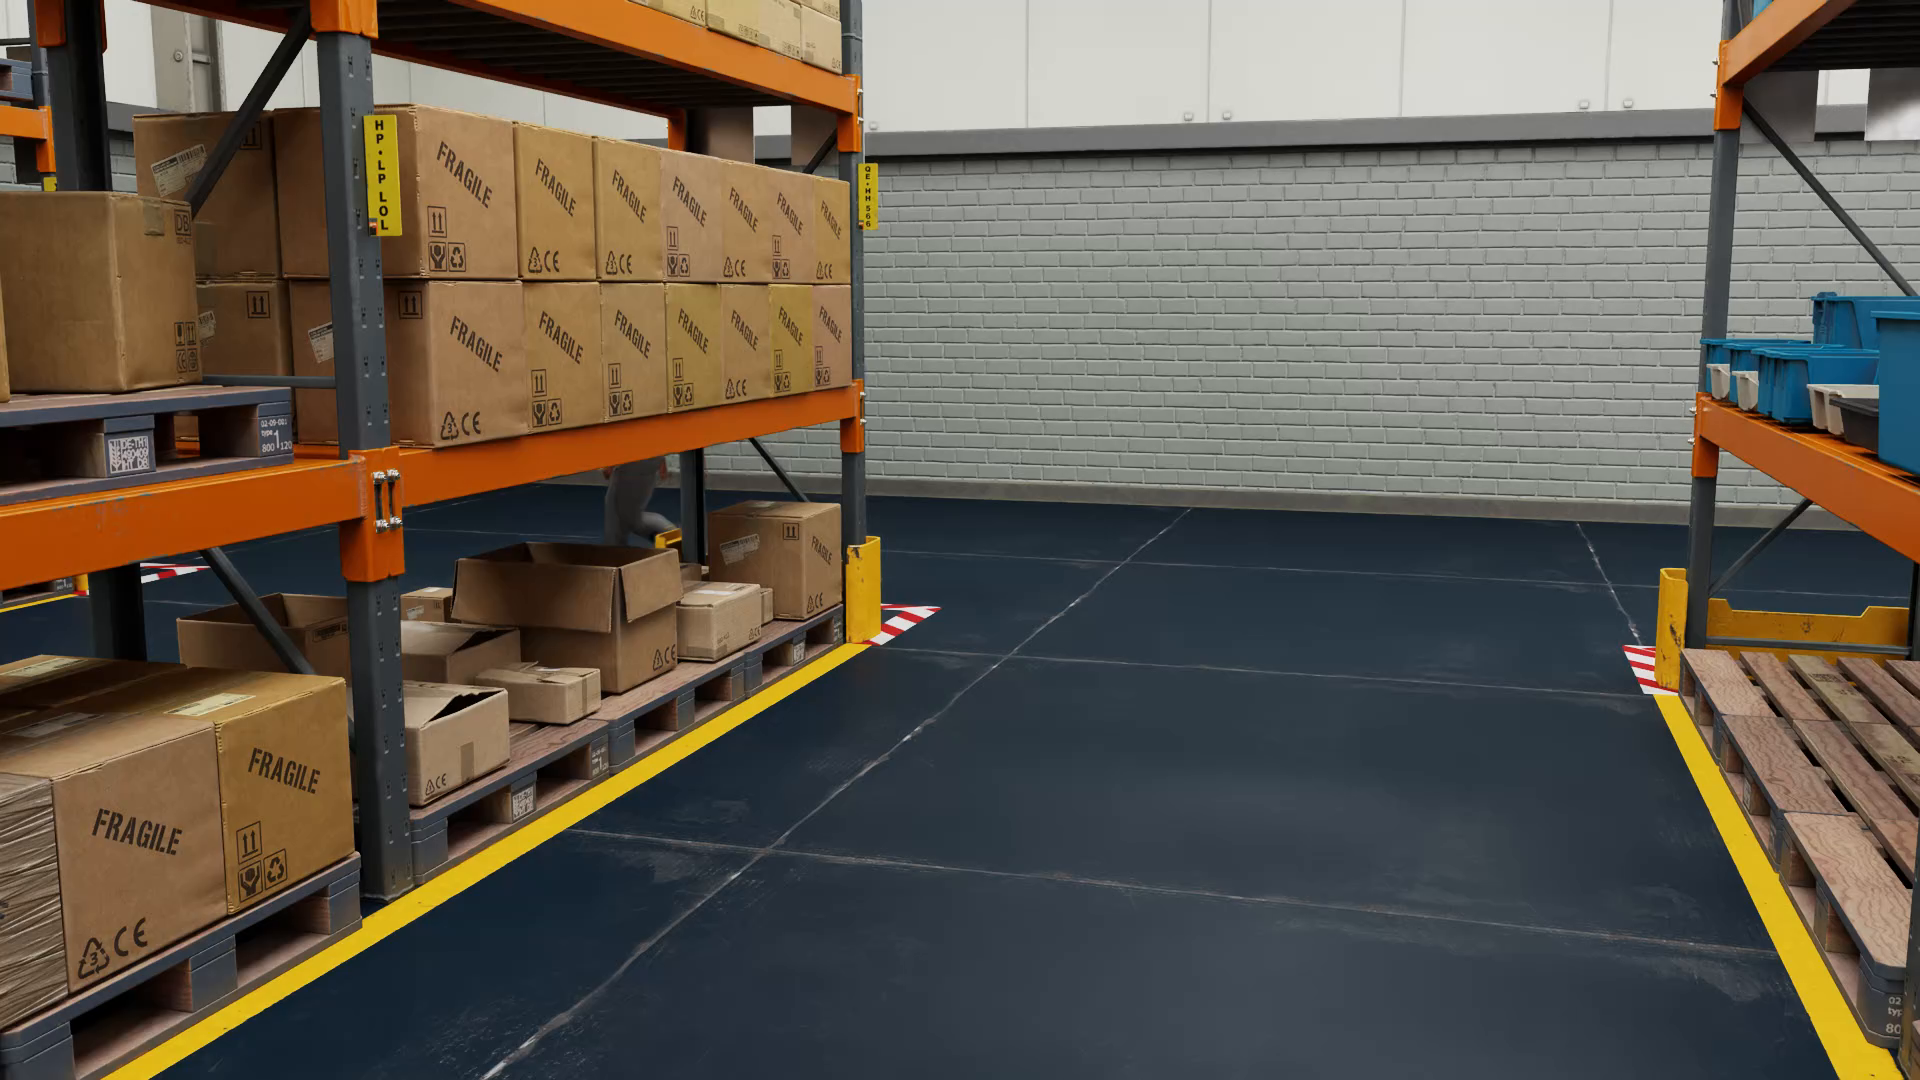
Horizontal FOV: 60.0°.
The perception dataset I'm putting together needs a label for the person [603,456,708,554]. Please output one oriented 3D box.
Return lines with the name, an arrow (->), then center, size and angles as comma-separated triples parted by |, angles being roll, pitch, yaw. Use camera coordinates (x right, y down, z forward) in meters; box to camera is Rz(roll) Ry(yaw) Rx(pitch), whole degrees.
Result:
person -> -1.937, -0.533, 9.986 | 0.869, 1.599, 0.501 | 0, 8, 0
